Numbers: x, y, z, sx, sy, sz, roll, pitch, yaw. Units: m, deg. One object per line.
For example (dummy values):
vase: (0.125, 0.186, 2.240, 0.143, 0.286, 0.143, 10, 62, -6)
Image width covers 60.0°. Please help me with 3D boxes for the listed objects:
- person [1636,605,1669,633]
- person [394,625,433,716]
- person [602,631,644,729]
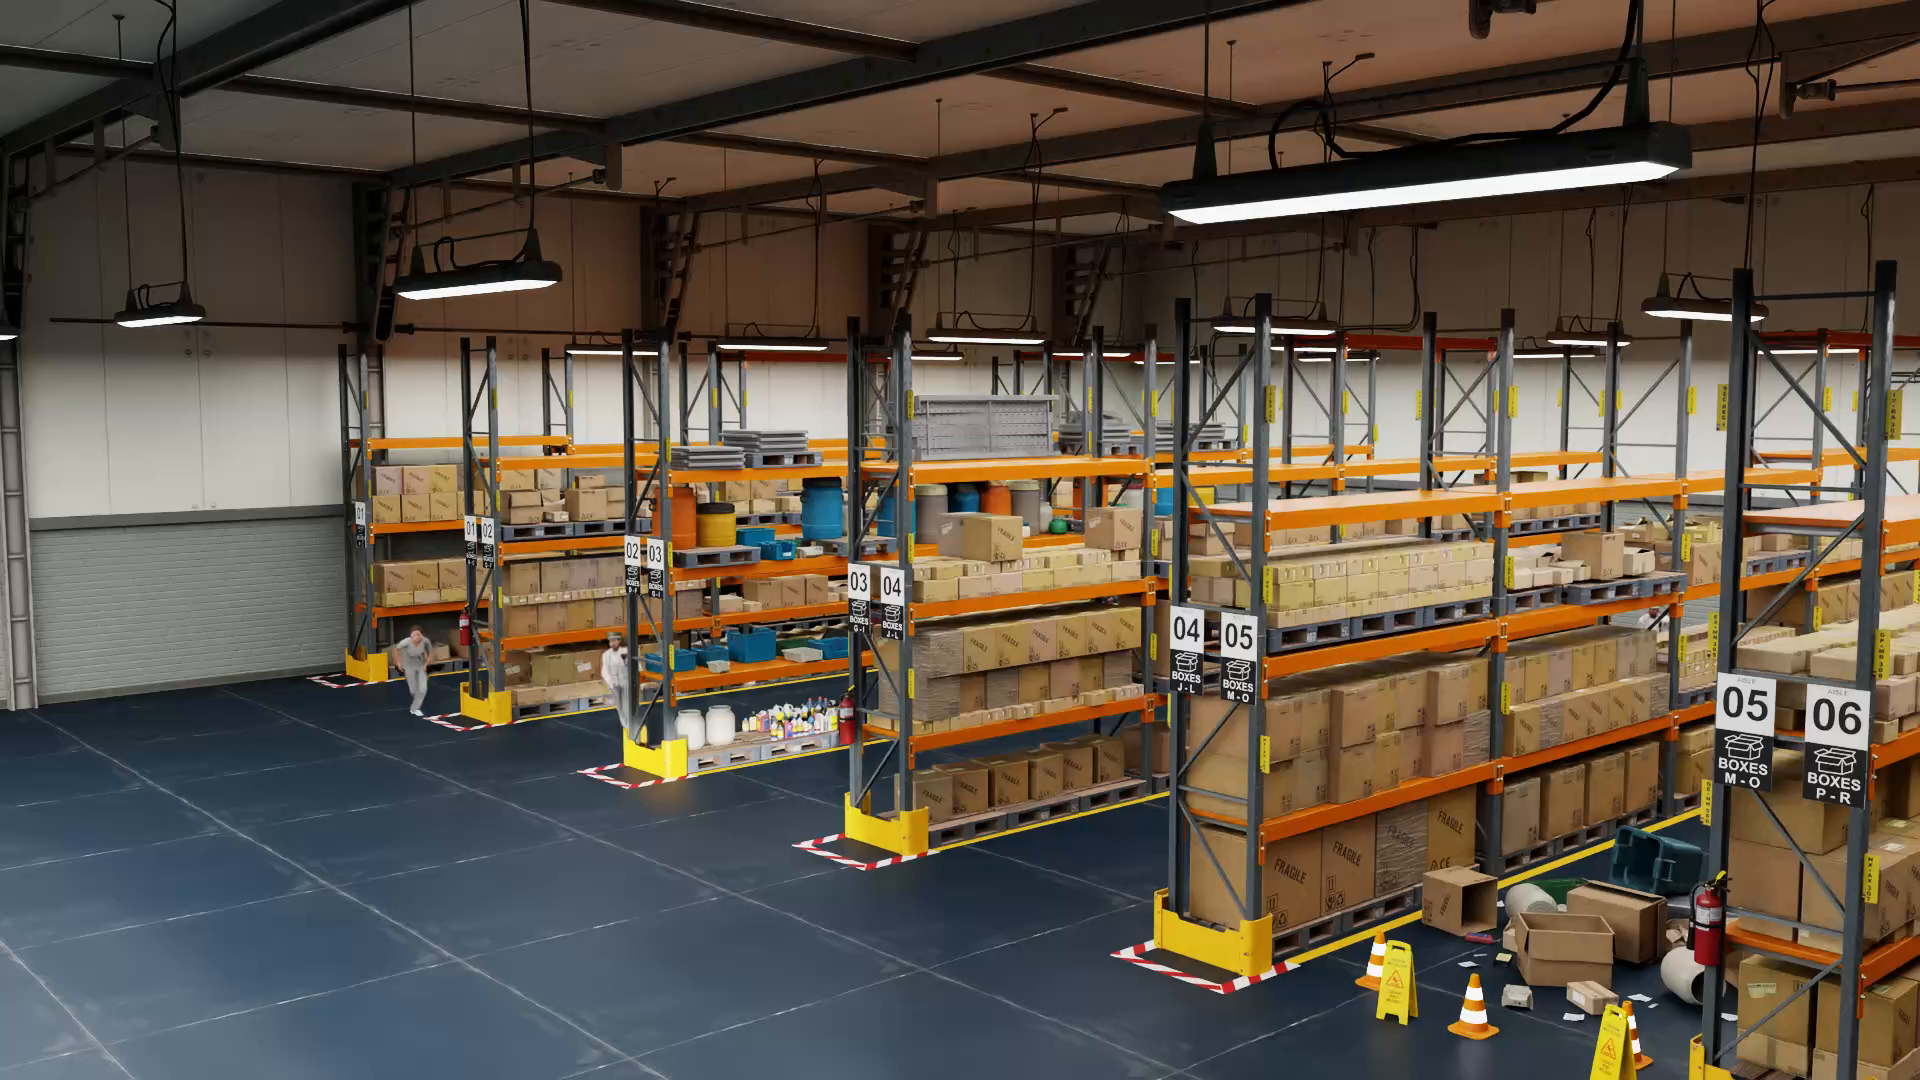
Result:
person: (11.811, 1.837, 28.225, 0.601, 1.694, 0.883, 4, 6, 36)
person: (-8.706, 2.063, 26.487, 0.579, 1.490, 0.834, -2, 6, -22)
person: (-4.941, 2.160, 24.294, 0.566, 1.697, 0.746, 0, 5, 1)
